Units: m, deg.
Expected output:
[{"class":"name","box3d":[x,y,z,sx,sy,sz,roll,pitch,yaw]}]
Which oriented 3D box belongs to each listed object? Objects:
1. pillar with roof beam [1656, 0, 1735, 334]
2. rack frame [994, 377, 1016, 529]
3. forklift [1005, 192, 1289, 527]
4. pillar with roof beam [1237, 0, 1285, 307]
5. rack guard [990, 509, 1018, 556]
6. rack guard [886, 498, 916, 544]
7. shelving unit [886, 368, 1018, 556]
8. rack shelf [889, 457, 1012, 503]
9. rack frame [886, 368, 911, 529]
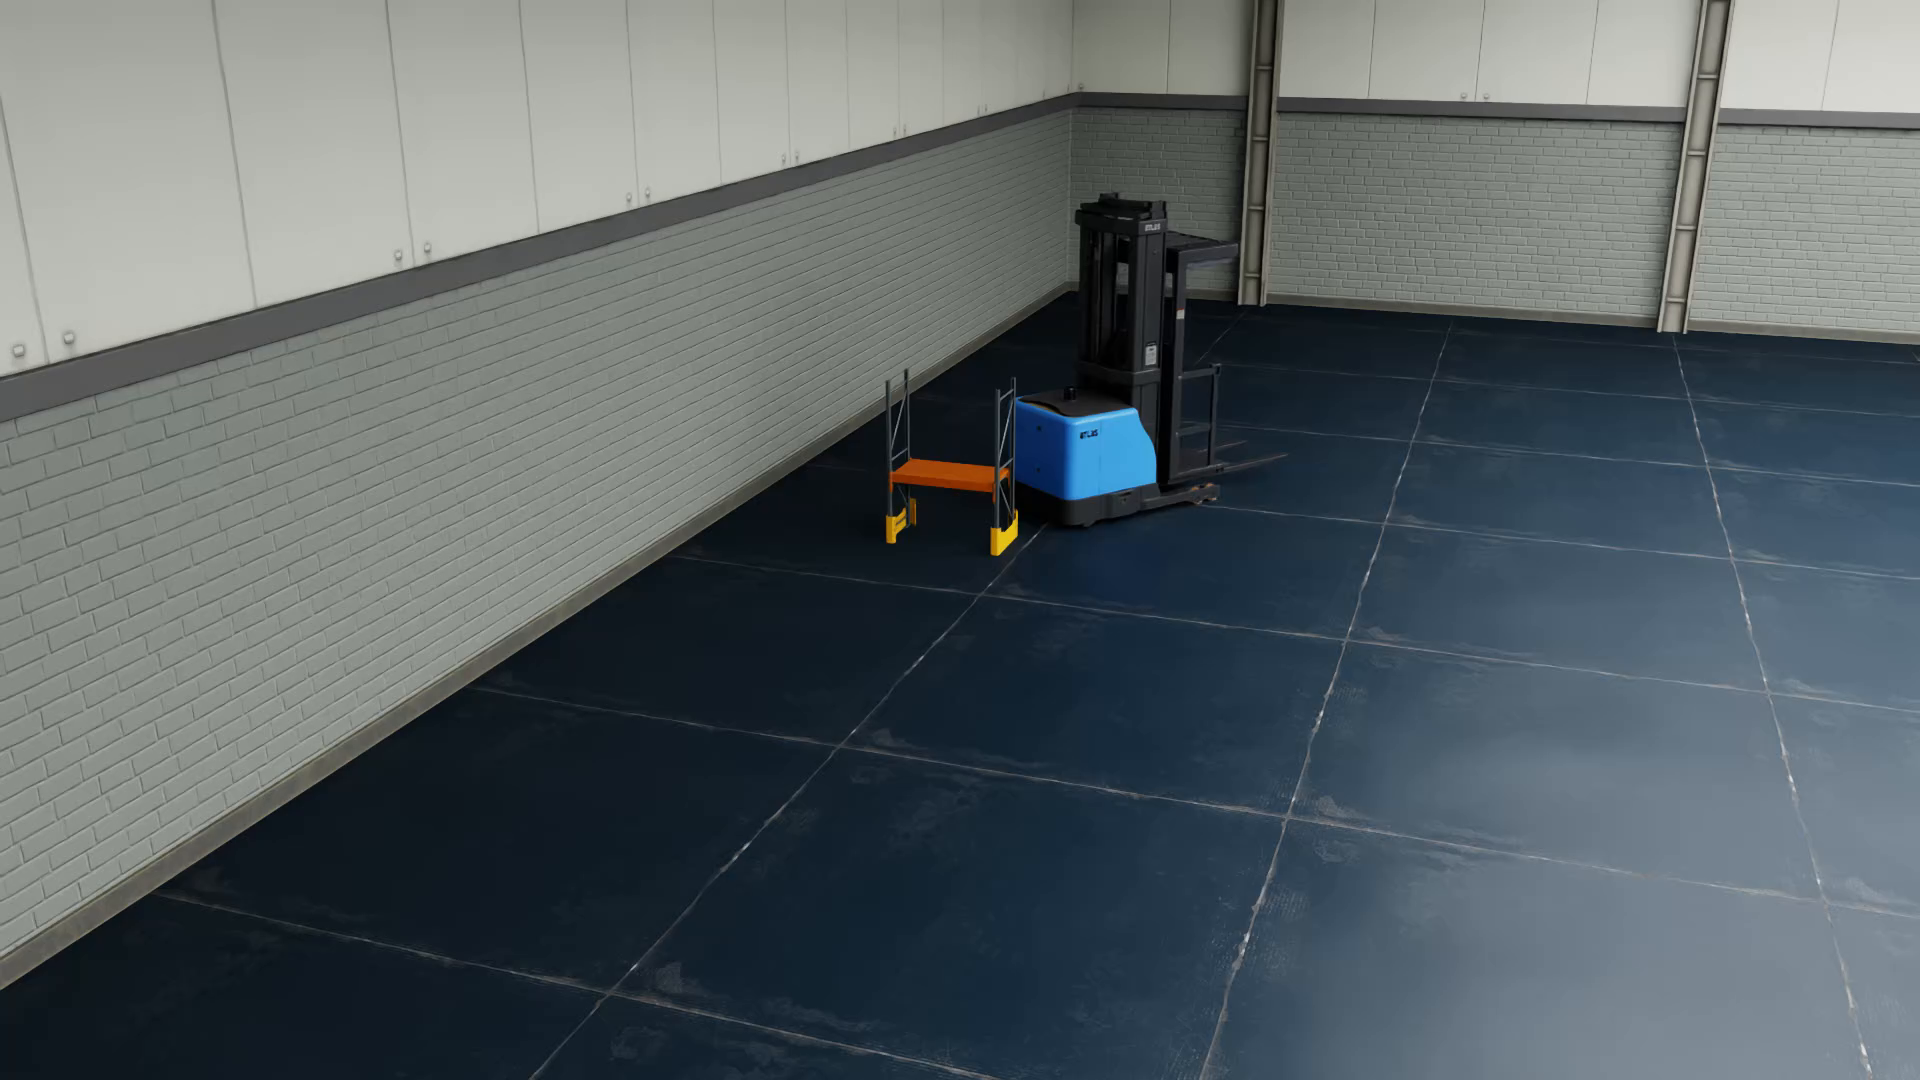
[{"class":"pillar with roof beam","box3d":[8.755,-5.903,18.454,0.400,9.000,9.100,7,20,18]},{"class":"rack frame","box3d":[0.400,-0.663,14.813,0.032,1.500,0.500,7,20,18]},{"class":"forklift","box3d":[1.943,-1.860,16.075,3.031,2.935,1.130,-13,23,-32]},{"class":"pillar with roof beam","box3d":[3.087,-6.551,20.313,0.400,9.000,9.100,7,20,18]},{"class":"rack guard","box3d":[0.398,-0.072,15.019,0.087,0.250,0.587,7,20,18]},{"class":"rack guard","box3d":[-0.542,-0.180,15.327,0.087,0.250,0.587,7,20,18]},{"class":"shelving unit","box3d":[-0.072,-0.716,14.967,1.083,1.500,0.587,7,20,18]},{"class":"rack shelf","box3d":[-0.081,-0.548,15.029,1.000,0.185,0.538,7,20,18]},{"class":"rack frame","box3d":[-0.561,-0.772,15.128,0.032,1.500,0.500,7,20,18]}]
